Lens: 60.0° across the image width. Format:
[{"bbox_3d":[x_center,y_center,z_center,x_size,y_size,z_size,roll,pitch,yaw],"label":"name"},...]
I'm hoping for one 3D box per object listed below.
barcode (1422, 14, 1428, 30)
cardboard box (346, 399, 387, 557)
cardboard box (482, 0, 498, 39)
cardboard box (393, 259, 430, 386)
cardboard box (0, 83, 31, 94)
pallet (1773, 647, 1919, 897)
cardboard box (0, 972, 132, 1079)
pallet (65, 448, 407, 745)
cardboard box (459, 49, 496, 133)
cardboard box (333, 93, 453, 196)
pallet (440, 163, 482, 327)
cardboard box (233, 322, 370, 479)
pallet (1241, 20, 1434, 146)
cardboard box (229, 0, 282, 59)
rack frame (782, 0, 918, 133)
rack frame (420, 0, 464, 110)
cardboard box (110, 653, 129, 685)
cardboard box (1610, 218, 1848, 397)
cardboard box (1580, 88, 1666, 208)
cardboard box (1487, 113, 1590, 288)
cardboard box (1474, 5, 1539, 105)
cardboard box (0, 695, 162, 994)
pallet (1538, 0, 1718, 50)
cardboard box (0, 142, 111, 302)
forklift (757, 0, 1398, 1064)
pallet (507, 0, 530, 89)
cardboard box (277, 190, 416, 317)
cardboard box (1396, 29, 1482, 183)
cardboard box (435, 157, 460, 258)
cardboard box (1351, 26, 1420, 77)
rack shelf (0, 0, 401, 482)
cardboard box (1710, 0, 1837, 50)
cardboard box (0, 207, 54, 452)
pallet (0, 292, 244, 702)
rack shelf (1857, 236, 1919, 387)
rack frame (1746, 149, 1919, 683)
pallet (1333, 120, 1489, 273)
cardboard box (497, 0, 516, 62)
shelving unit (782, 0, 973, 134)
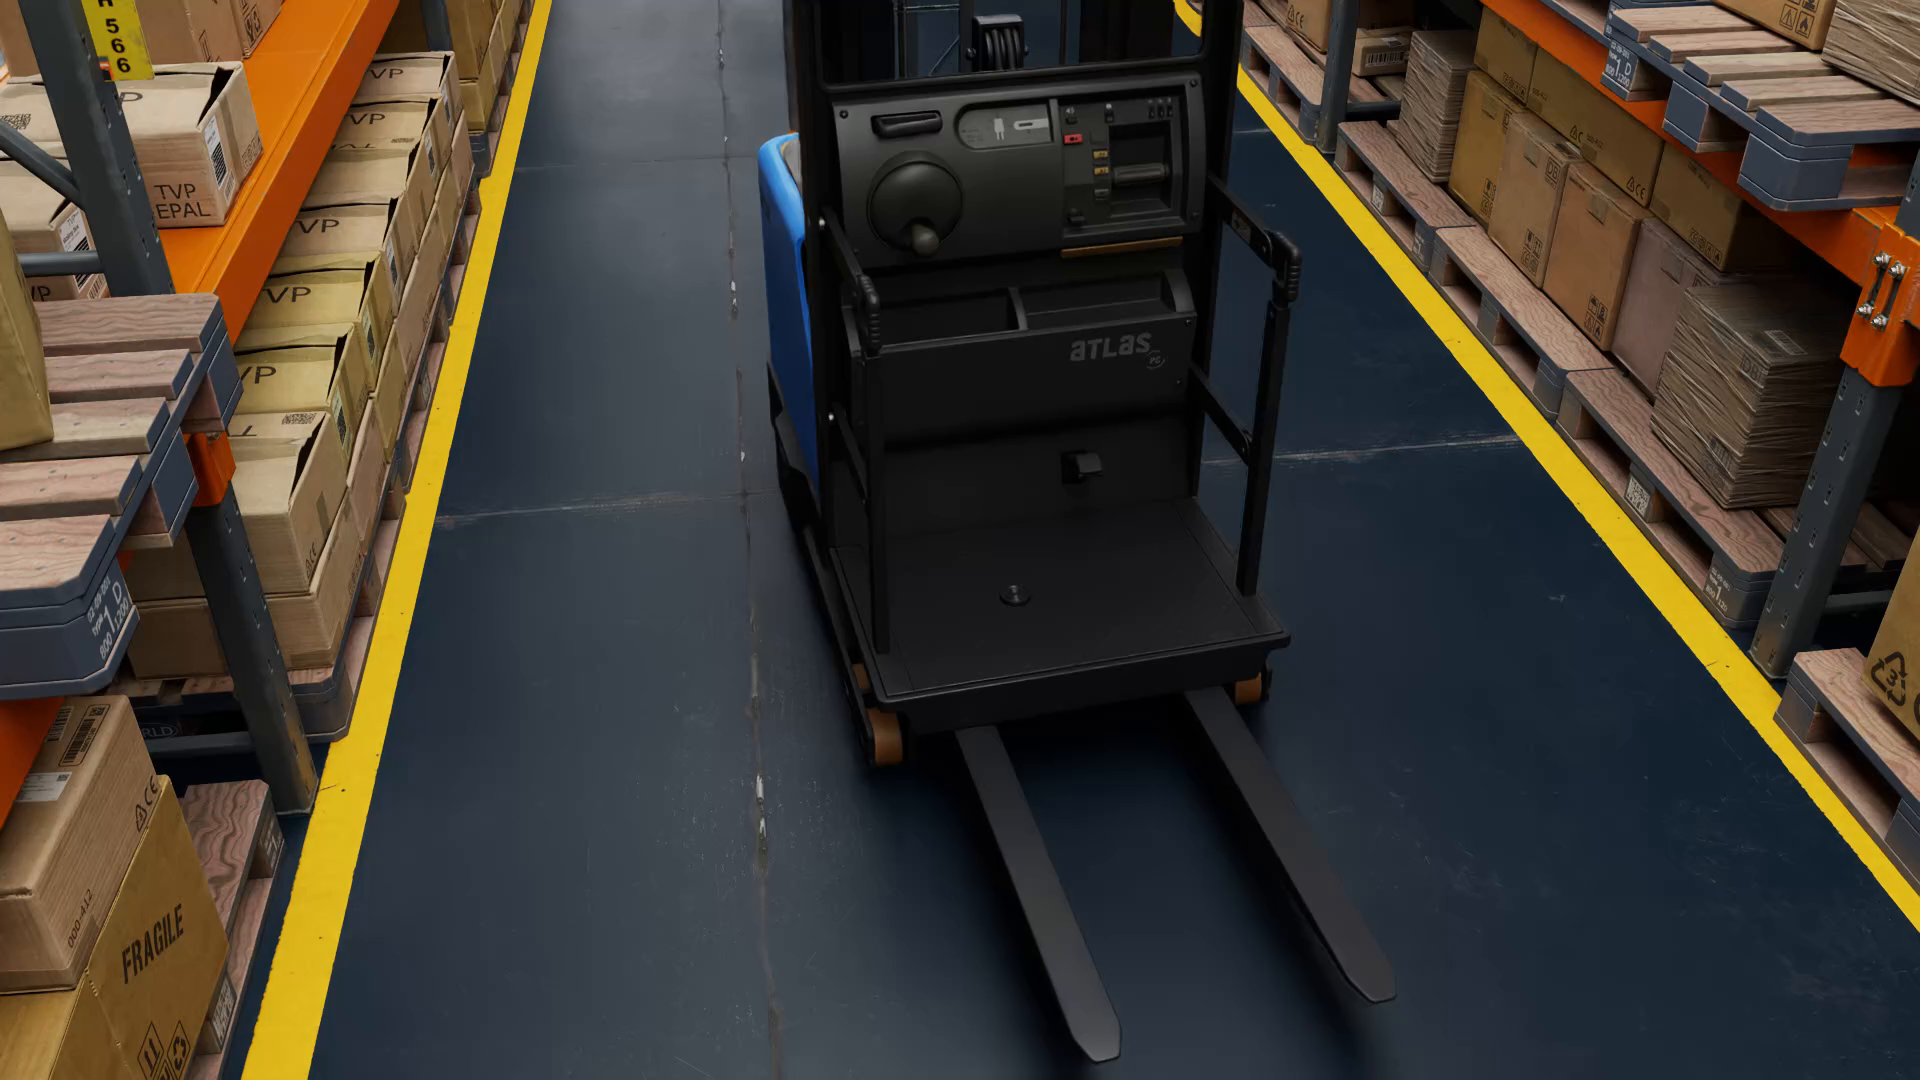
[{"bbox_3d":[2.403,-2.675,8.589,0.001,0.075,0.075,-4,35,-6],"label":"barcode"},{"bbox_3d":[-1.999,-0.167,4.901,0.500,0.250,0.500,-5,35,-8],"label":"cardboard box"},{"bbox_3d":[-2.516,-2.675,7.915,0.500,0.500,0.500,-4,35,-6],"label":"cardboard box"},{"bbox_3d":[-2.143,-0.743,5.746,0.500,0.250,0.500,-4,34,-5],"label":"cardboard box"},{"bbox_3d":[-2.378,-1.139,4.480,0.380,0.149,0.250,-2,34,-3],"label":"cardboard box"},{"bbox_3d":[2.789,0.686,4.057,1.003,0.211,1.213,-4,35,-6],"label":"pallet"},{"bbox_3d":[-1.723,1.109,2.788,0.500,0.500,0.500,-6,35,-8],"label":"cardboard box"},{"bbox_3d":[-2.223,0.155,4.835,1.003,0.211,1.213,-4,35,-6],"label":"pallet"},{"bbox_3d":[-2.451,-2.086,7.717,0.500,0.250,0.500,-4,35,-6],"label":"cardboard box"},{"bbox_3d":[-2.274,-1.542,6.420,0.500,0.311,0.500,-3,34,-5],"label":"cardboard box"},{"bbox_3d":[-2.551,-1.207,6.833,1.003,0.211,1.213,-4,35,-6],"label":"pallet"},{"bbox_3d":[-2.009,-0.411,4.761,0.500,0.311,0.500,-5,35,-8],"label":"cardboard box"},{"bbox_3d":[2.094,-2.364,8.532,1.003,0.211,1.213,-4,35,-6],"label":"pallet"},{"bbox_3d":[-2.463,-1.805,5.147,0.500,0.500,0.500,-4,35,-6],"label":"cardboard box"},{"bbox_3d":[-0.409,-1.683,6.389,0.500,1.500,0.032,-7,35,-10],"label":"rack frame"},{"bbox_3d":[-2.689,-2.767,6.647,1.000,3.000,0.127,-4,35,-6],"label":"rack frame"},{"bbox_3d":[-2.463,0.152,4.431,0.500,0.250,0.500,-4,34,-5],"label":"cardboard box"},{"bbox_3d":[2.655,-0.755,5.524,0.700,0.500,0.500,-4,35,-6],"label":"cardboard box"},{"bbox_3d":[2.520,-1.378,5.772,0.500,0.250,0.500,-5,35,-7],"label":"cardboard box"},{"bbox_3d":[2.483,-1.312,6.340,0.700,0.500,0.500,-4,34,-6],"label":"cardboard box"},{"bbox_3d":[2.398,-1.948,6.608,0.500,0.250,0.500,-5,35,-7],"label":"cardboard box"},{"bbox_3d":[-1.780,0.541,2.955,0.500,0.250,0.500,-3,34,-5],"label":"cardboard box"},{"bbox_3d":[2.451,-1.935,5.596,1.003,0.211,1.213,-4,35,-6],"label":"pallet"},{"bbox_3d":[-2.156,-0.705,3.699,0.500,0.311,0.500,-2,34,-3],"label":"cardboard box"},{"bbox_3d":[0.212,-0.855,3.902,1.130,2.935,3.031,-8,35,-12],"label":"forklift"},{"bbox_3d":[-2.921,-2.744,9.089,1.003,0.211,1.213,-4,35,-6],"label":"pallet"},{"bbox_3d":[-2.145,-0.983,5.599,0.500,0.311,0.500,-5,35,-7],"label":"cardboard box"},{"bbox_3d":[2.335,-1.884,7.180,0.700,0.500,0.500,-3,34,-5],"label":"cardboard box"},{"bbox_3d":[-2.279,-1.313,6.581,0.500,0.250,0.500,-5,35,-7],"label":"cardboard box"},{"bbox_3d":[2.118,-2.452,8.309,0.380,0.166,0.250,-9,35,-13],"label":"cardboard box"},{"bbox_3d":[-2.420,-1.354,5.212,1.077,0.370,4.000,-4,35,-6],"label":"rack shelf"},{"bbox_3d":[2.582,-1.707,4.612,0.700,0.500,0.500,-8,35,-11],"label":"cardboard box"},{"bbox_3d":[-1.954,-0.407,2.722,0.700,0.500,0.500,-16,37,-22],"label":"cardboard box"},{"bbox_3d":[-1.990,-0.083,2.878,1.213,0.211,1.003,-4,35,-6],"label":"pallet"},{"bbox_3d":[3.027,0.501,2.490,1.077,0.370,4.000,-4,35,-6],"label":"rack shelf"},{"bbox_3d":[2.758,-0.912,3.925,1.000,3.000,0.127,-4,35,-6],"label":"rack frame"},{"bbox_3d":[2.326,-1.558,7.349,1.003,0.211,1.213,-4,35,-6],"label":"pallet"},{"bbox_3d":[-2.575,-2.645,8.537,0.500,0.250,0.500,-4,35,-6],"label":"cardboard box"},{"bbox_3d":[-0.306,-1.398,5.970,0.587,1.500,1.083,-7,35,-10],"label":"shelving unit"}]
